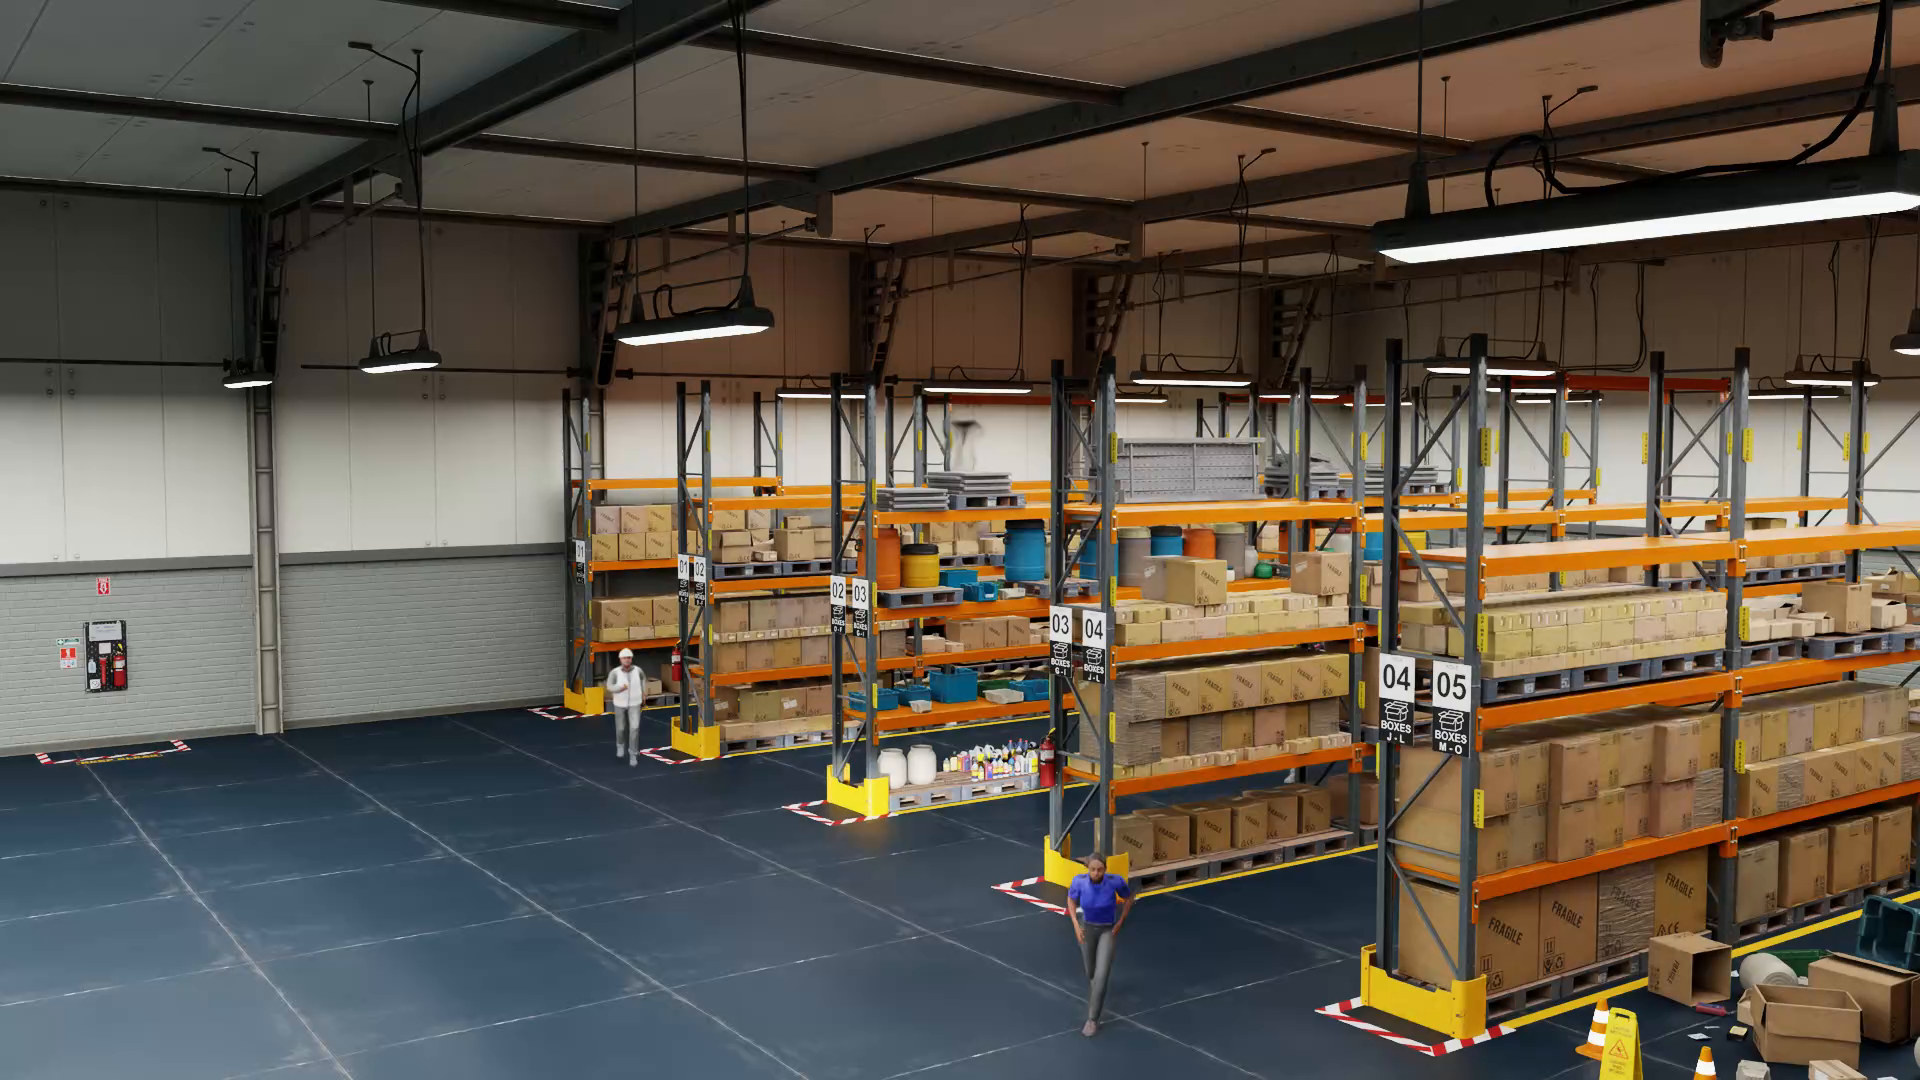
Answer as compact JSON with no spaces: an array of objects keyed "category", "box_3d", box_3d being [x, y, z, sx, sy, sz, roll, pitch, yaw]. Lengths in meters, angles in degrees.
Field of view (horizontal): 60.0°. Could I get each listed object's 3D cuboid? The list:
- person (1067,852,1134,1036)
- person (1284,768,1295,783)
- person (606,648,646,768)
[{"category":"person","box_3d":[1.234,3.460,14.619,0.583,1.614,0.891,0,4,5]},{"category":"person","box_3d":[5.017,2.747,24.678,0.678,1.709,0.808,3,5,40]},{"category":"person","box_3d":[-5.218,2.588,26.024,0.635,1.804,0.907,-1,4,-17]}]
